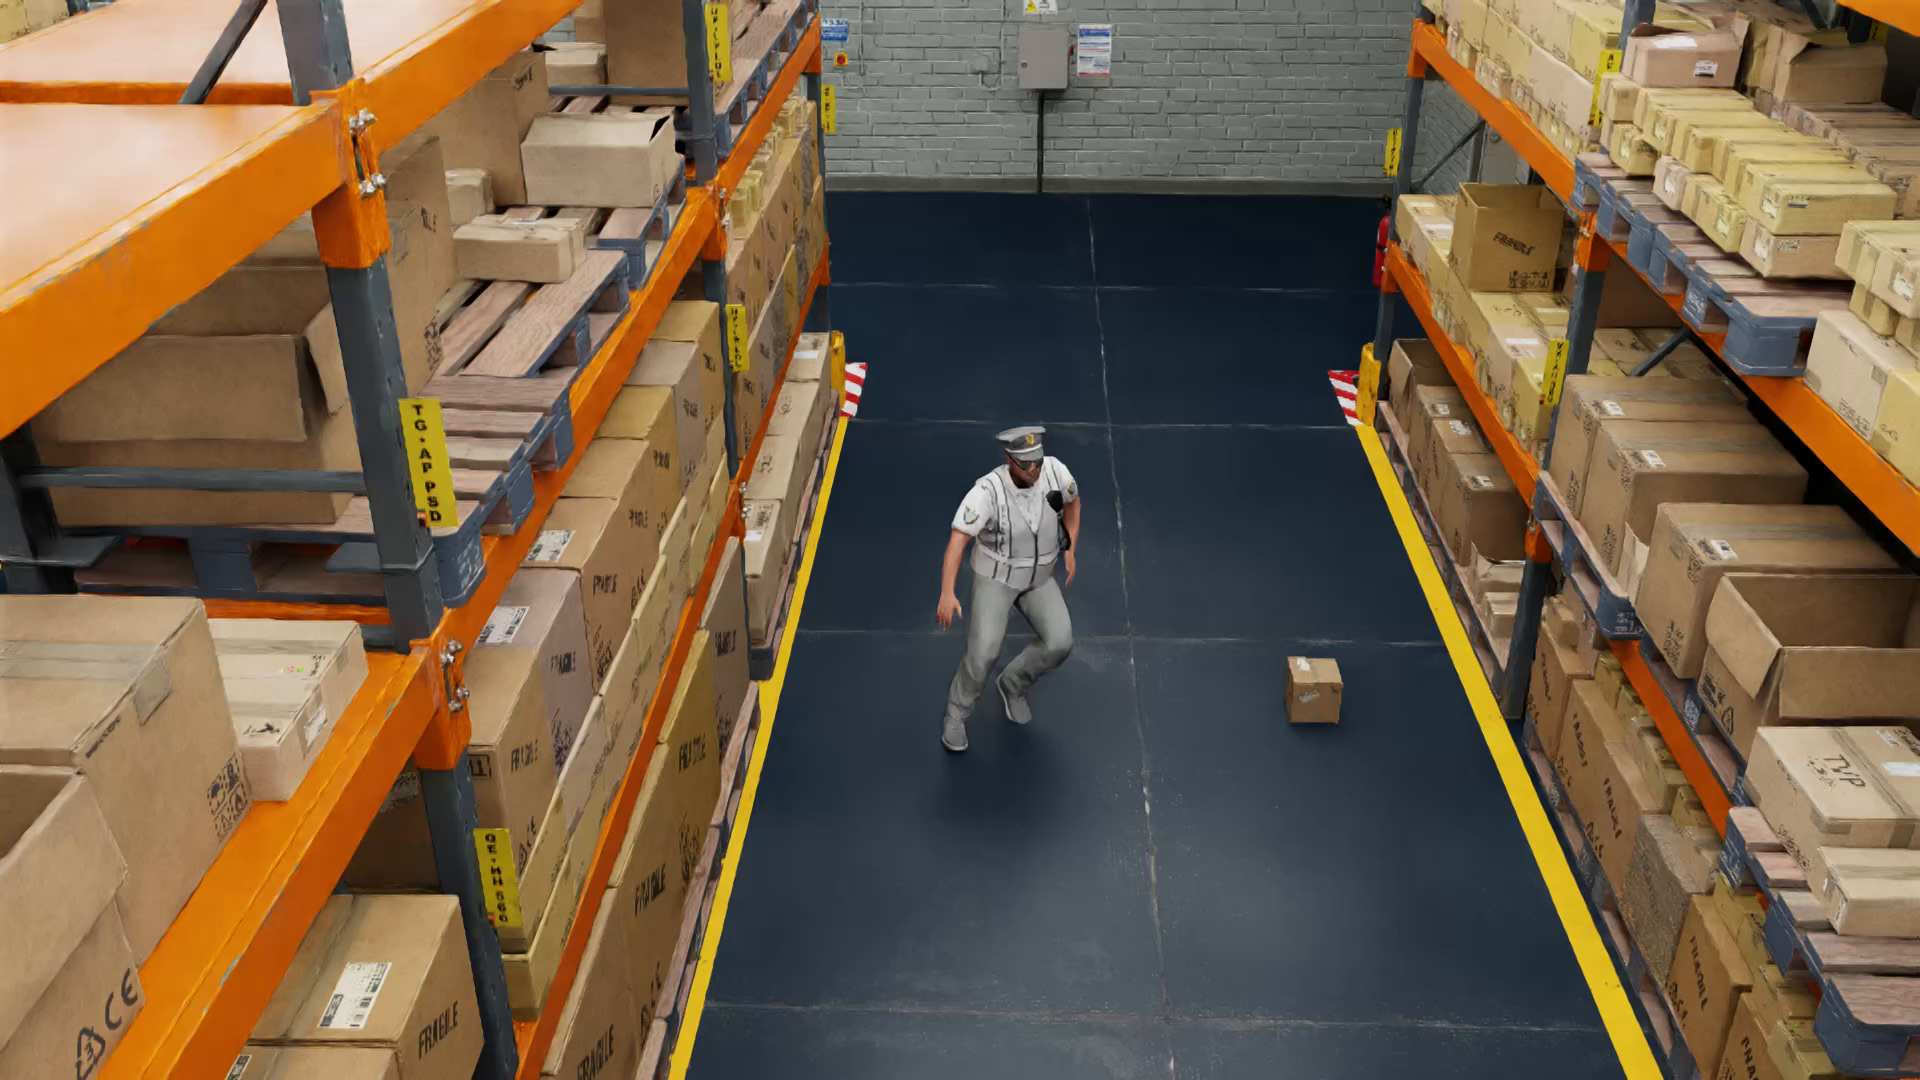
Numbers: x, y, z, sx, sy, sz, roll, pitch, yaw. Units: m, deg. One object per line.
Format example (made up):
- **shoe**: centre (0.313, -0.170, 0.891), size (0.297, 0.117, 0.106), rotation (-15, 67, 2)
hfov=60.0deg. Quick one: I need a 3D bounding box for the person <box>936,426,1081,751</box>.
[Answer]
- **person**: centre (0.221, 0.205, 8.370), size (0.934, 1.717, 0.524), rotation (-15, 31, -26)
